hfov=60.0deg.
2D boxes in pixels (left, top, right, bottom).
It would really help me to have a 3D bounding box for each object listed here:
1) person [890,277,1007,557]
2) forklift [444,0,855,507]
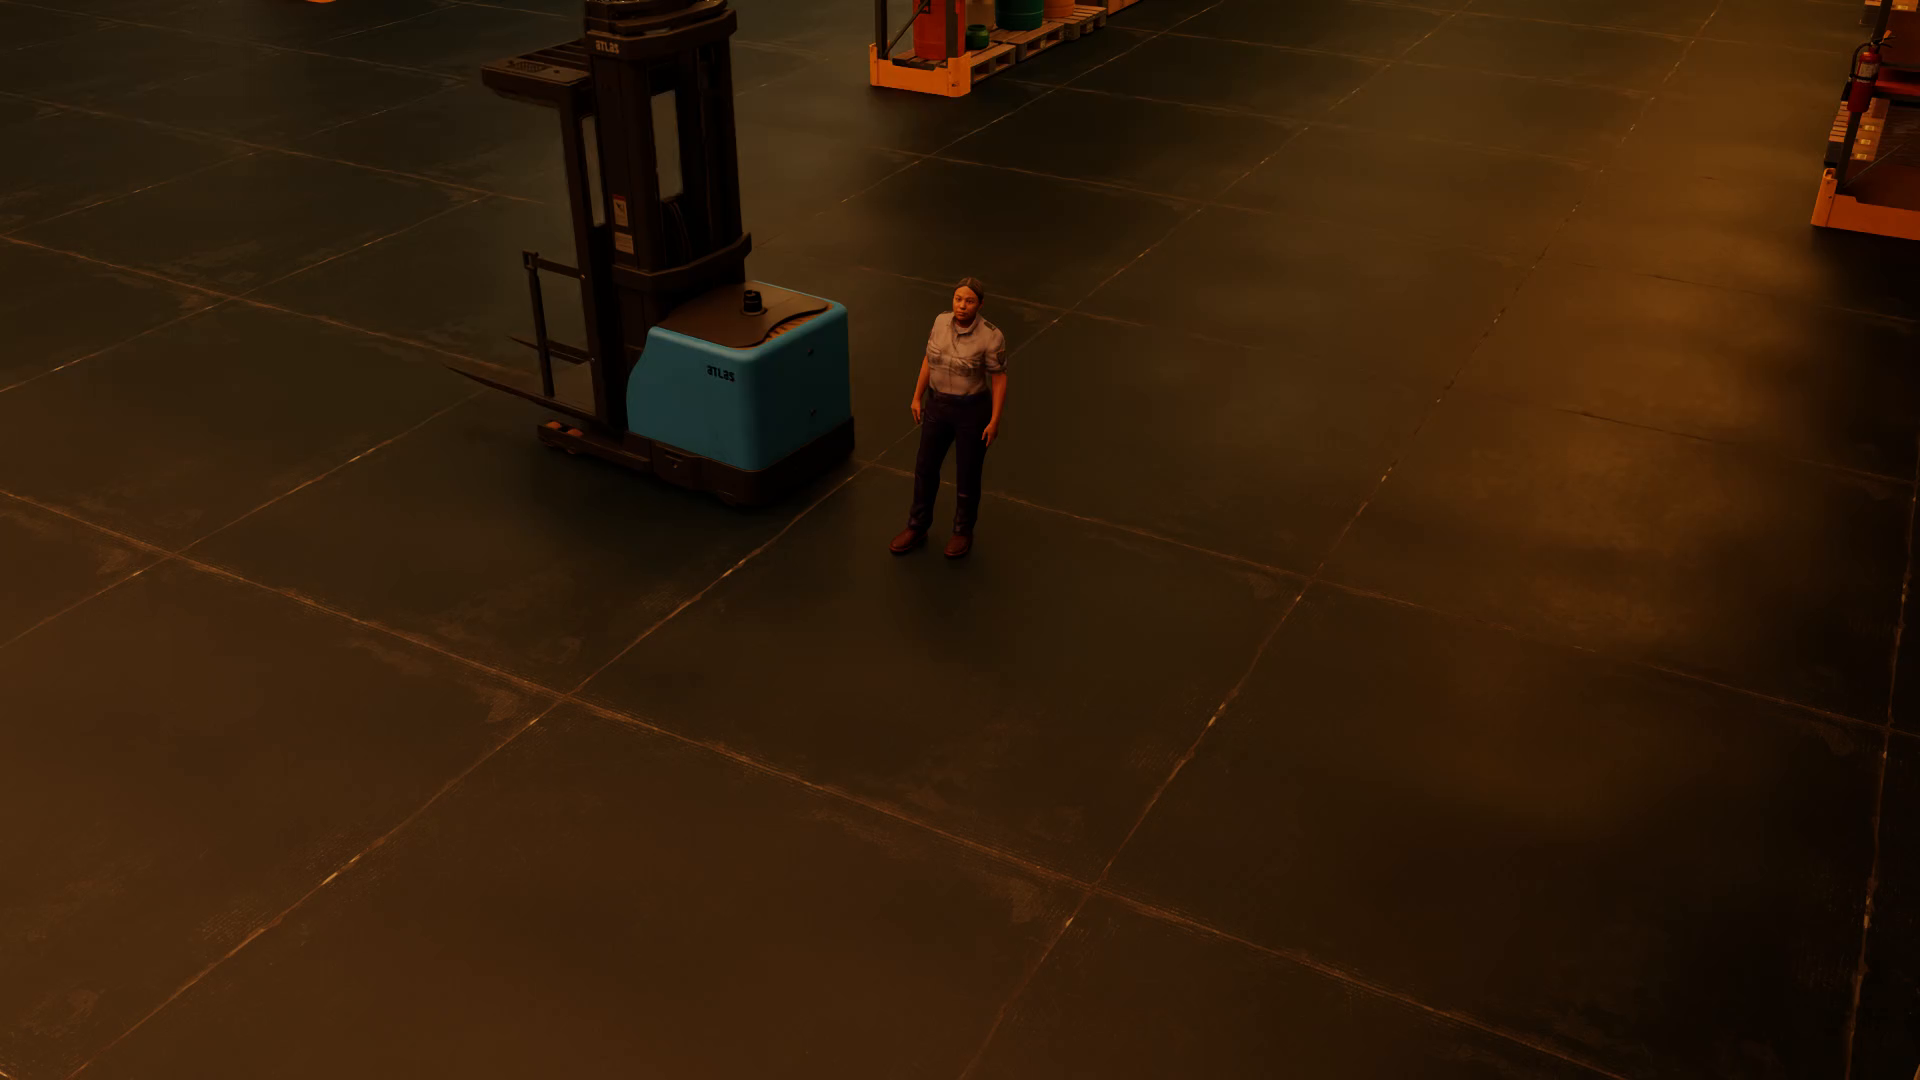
[{"bbox_3d":[-0.063,-0.686,9.529,0.599,1.650,0.503,15,33,25],"label":"person"},{"bbox_3d":[-2.197,-2.033,10.594,3.031,2.935,1.130,19,35,29],"label":"forklift"}]
